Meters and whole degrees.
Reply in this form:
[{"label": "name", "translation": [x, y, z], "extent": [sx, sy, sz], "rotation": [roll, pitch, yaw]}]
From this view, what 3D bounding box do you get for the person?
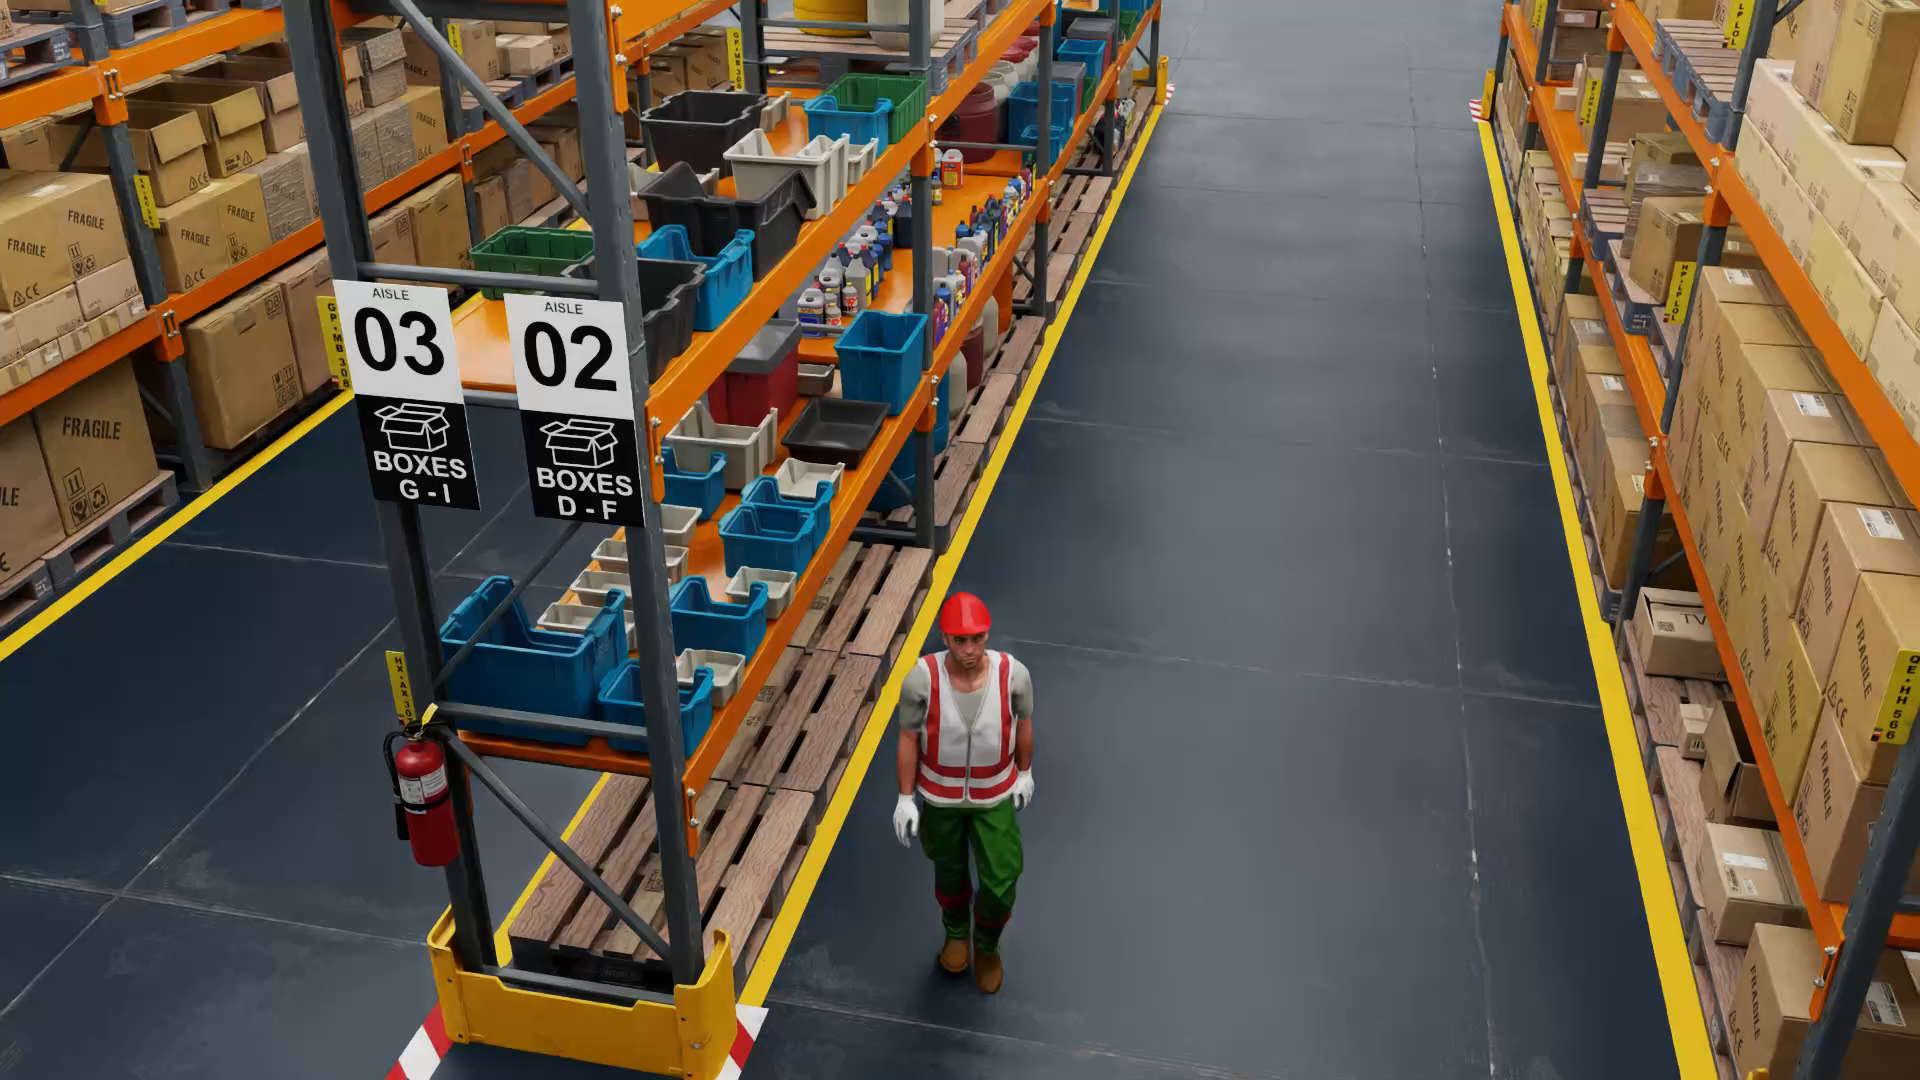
[{"label": "person", "translation": [0.020, 1.055, 6.651], "extent": [0.576, 1.831, 0.480], "rotation": [0, 29, -1]}]
